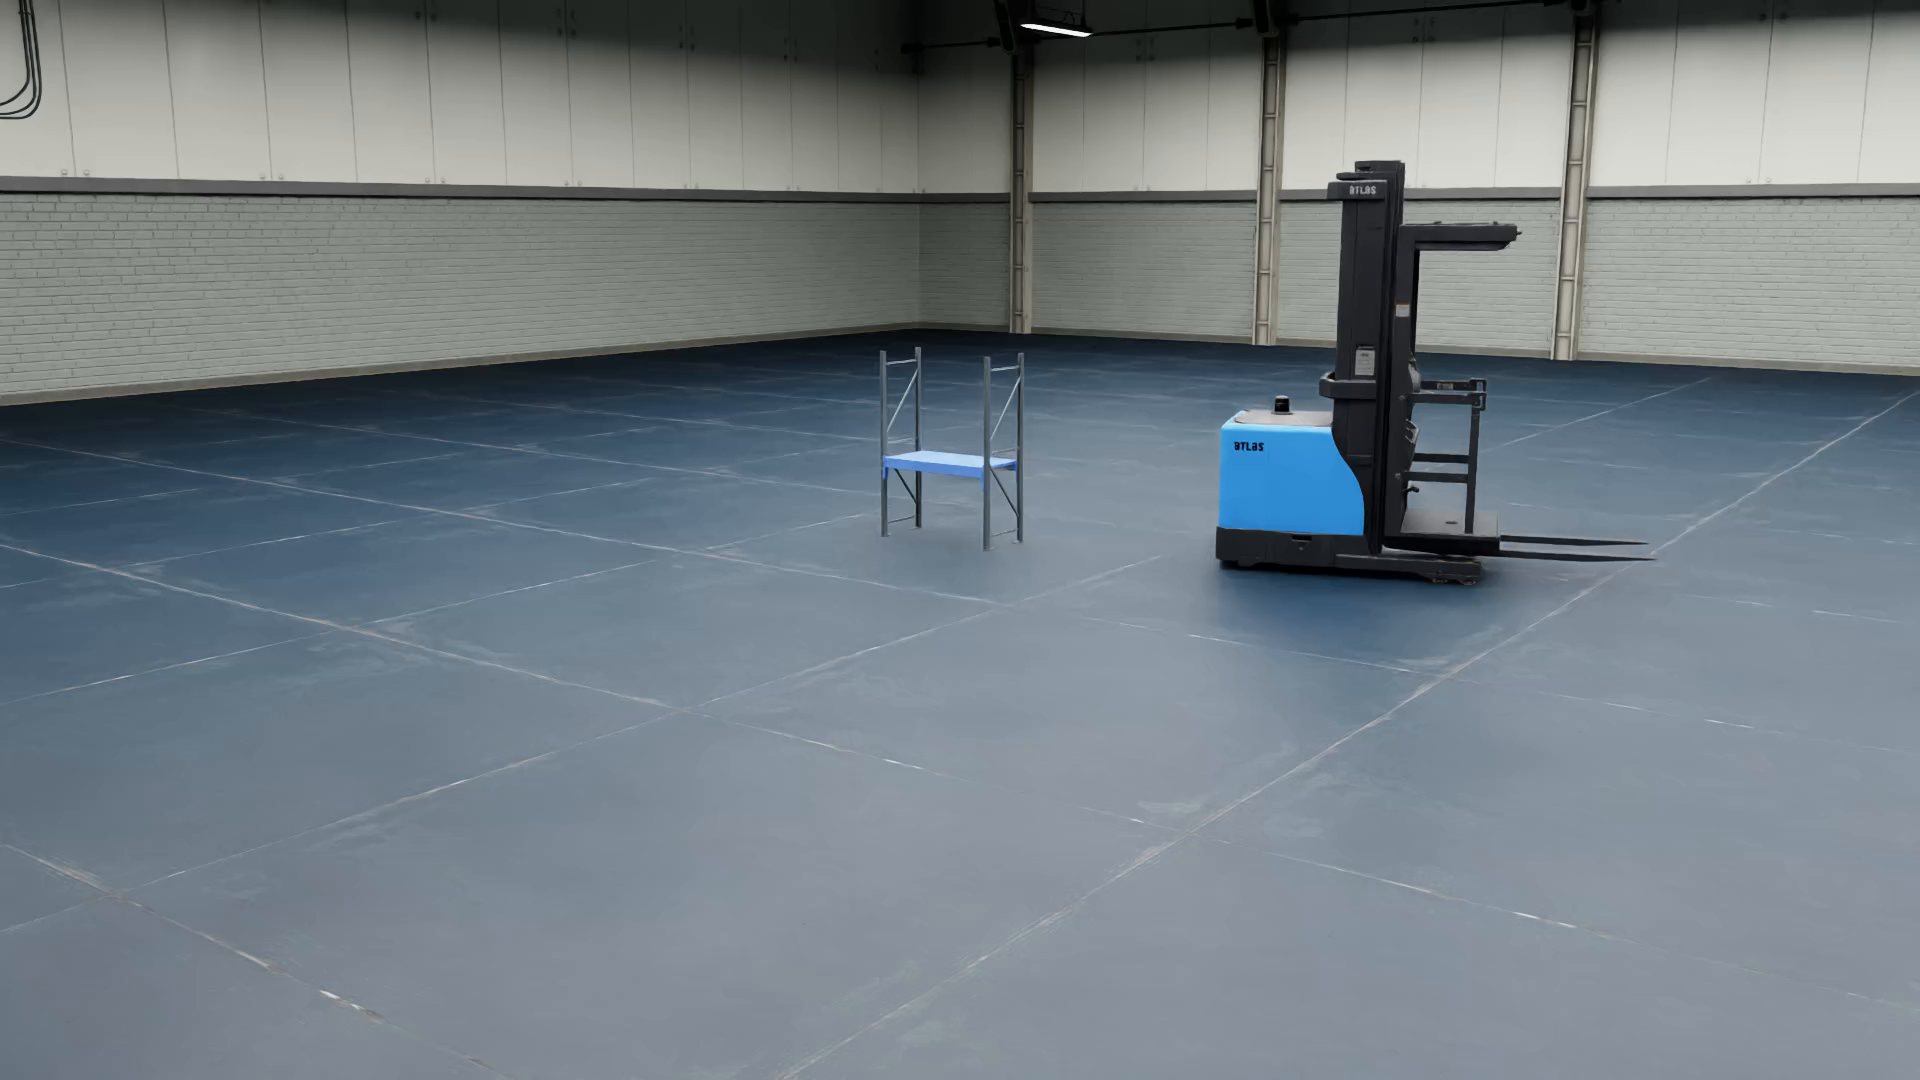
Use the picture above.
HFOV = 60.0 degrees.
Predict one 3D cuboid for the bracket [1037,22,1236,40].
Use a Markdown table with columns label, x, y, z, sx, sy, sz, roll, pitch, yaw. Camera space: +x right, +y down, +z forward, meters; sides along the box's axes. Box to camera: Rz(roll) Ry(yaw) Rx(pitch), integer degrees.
| label | x | y | z | sx | sy | sz | roll | pitch | yaw |
| --- | --- | --- | --- | --- | --- | --- | --- | --- | --- |
| bracket | 3.563 | -10.443 | 34.156 | 4.783 | 0.066 | 0.076 | 8 | 13 | 36 |

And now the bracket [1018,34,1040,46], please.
| label | x | y | z | sx | sy | sz | roll | pitch | yaw |
| --- | --- | --- | --- | --- | --- | --- | --- | --- | --- |
| bracket | 1.486 | -10.732 | 35.653 | 0.430 | 0.232 | 0.235 | 8 | 13 | 36 |

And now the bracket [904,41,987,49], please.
| label | x | y | z | sx | sy | sz | roll | pitch | yaw |
| --- | --- | --- | --- | --- | --- | --- | --- | --- | --- |
| bracket | -0.617 | -11.026 | 37.169 | 3.189 | 0.066 | 0.076 | 8 | 13 | 36 |

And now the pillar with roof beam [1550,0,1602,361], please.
| label | x | y | z | sx | sy | sz | roll | pitch | yaw |
| --- | --- | --- | --- | --- | --- | --- | --- | --- | --- |
| pillar with roof beam | 8.486 | -7.058 | 26.137 | 0.548 | 9.000 | 9.100 | 8 | 13 | 36 |

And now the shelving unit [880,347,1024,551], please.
| label | x | y | z | sx | sy | sz | roll | pitch | yaw |
| --- | --- | --- | --- | --- | --- | --- | --- | --- | --- |
| shelving unit | -0.069 | -0.746 | 13.253 | 1.048 | 1.500 | 0.538 | 8 | 13 | 36 |

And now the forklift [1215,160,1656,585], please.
| label | x | y | z | sx | sy | sz | roll | pitch | yaw |
| --- | --- | --- | --- | --- | --- | --- | --- | --- | --- |
| forklift | 3.465 | -1.233 | 12.004 | 3.031 | 2.935 | 1.130 | 3 | 11 | 17 |

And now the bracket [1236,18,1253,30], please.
| label | x | y | z | sx | sy | sz | roll | pitch | yaw |
| --- | --- | --- | --- | --- | --- | --- | --- | --- | --- |
| bracket | 5.653 | -10.151 | 32.649 | 0.430 | 0.232 | 0.235 | 8 | 13 | 36 |

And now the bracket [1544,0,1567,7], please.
| label | x | y | z | sx | sy | sz | roll | pitch | yaw |
| --- | --- | --- | --- | --- | --- | --- | --- | --- | --- |
| bracket | 10.489 | -9.477 | 29.162 | 0.430 | 0.232 | 0.235 | 8 | 13 | 36 |

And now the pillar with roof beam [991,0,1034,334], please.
| label | x | y | z | sx | sy | sz | roll | pitch | yaw |
| --- | --- | --- | --- | --- | --- | --- | --- | --- | --- |
| pillar with roof beam | -1.186 | -8.407 | 33.110 | 0.548 | 9.000 | 9.100 | 8 | 13 | 36 |

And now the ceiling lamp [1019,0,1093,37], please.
| label | x | y | z | sx | sy | sz | roll | pitch | yaw |
| --- | --- | --- | --- | --- | --- | --- | --- | --- | --- |
| ceiling lamp | 1.540 | -10.738 | 29.792 | 0.800 | 3.185 | 2.000 | 8 | 13 | 36 |

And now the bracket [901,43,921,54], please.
| label | x | y | z | sx | sy | sz | roll | pitch | yaw |
| --- | --- | --- | --- | --- | --- | --- | --- | --- | --- |
| bracket | -1.093 | -11.092 | 37.513 | 0.430 | 0.232 | 0.235 | 8 | 13 | 36 |

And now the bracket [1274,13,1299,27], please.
| label | x | y | z | sx | sy | sz | roll | pitch | yaw |
| --- | --- | --- | --- | --- | --- | --- | --- | --- | --- |
| bracket | 6.322 | -10.058 | 32.166 | 0.430 | 0.232 | 0.235 | 8 | 13 | 36 |

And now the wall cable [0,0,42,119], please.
| label | x | y | z | sx | sy | sz | roll | pitch | yaw |
| --- | --- | --- | --- | --- | --- | --- | --- | --- | --- |
| wall cable | -13.243 | -7.899 | 21.529 | 0.169 | 6.003 | 2.305 | 8 | 13 | 36 |

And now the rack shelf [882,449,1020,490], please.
| label | x | y | z | sx | sy | sz | roll | pitch | yaw |
| --- | --- | --- | --- | --- | --- | --- | --- | --- | --- |
| rack shelf | -0.069 | -0.569 | 13.287 | 1.000 | 0.185 | 0.538 | 8 | 13 | 36 |

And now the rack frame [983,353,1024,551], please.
| label | x | y | z | sx | sy | sz | roll | pitch | yaw |
| --- | --- | --- | --- | --- | --- | --- | --- | --- | --- |
| rack frame | 0.341 | -0.689 | 12.958 | 0.032 | 1.500 | 0.500 | 8 | 13 | 36 |

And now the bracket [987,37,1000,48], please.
| label | x | y | z | sx | sy | sz | roll | pitch | yaw |
| --- | --- | --- | --- | --- | --- | --- | --- | --- | --- |
| bracket | 0.817 | -10.826 | 36.135 | 0.430 | 0.232 | 0.235 | 8 | 13 | 36 |

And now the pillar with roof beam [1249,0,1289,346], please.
| label | x | y | z | sx | sy | sz | roll | pitch | yaw |
| --- | --- | --- | --- | --- | --- | --- | --- | --- | --- |
| pillar with roof beam | 3.650 | -7.732 | 29.624 | 0.548 | 9.000 | 9.100 | 8 | 13 | 36 |

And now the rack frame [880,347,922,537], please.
| label | x | y | z | sx | sy | sz | roll | pitch | yaw |
| --- | --- | --- | --- | --- | --- | --- | --- | --- | --- |
| rack frame | -0.478 | -0.803 | 13.549 | 0.032 | 1.500 | 0.500 | 8 | 13 | 36 |

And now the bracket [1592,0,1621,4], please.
| label | x | y | z | sx | sy | sz | roll | pitch | yaw |
| --- | --- | --- | --- | --- | --- | --- | --- | --- | --- |
| bracket | 11.158 | -9.383 | 28.679 | 0.430 | 0.232 | 0.235 | 8 | 13 | 36 |

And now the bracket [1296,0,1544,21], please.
| label | x | y | z | sx | sy | sz | roll | pitch | yaw |
| --- | --- | --- | --- | --- | --- | --- | --- | --- | --- |
| bracket | 8.399 | -9.768 | 30.669 | 4.783 | 0.066 | 0.076 | 8 | 13 | 36 |
